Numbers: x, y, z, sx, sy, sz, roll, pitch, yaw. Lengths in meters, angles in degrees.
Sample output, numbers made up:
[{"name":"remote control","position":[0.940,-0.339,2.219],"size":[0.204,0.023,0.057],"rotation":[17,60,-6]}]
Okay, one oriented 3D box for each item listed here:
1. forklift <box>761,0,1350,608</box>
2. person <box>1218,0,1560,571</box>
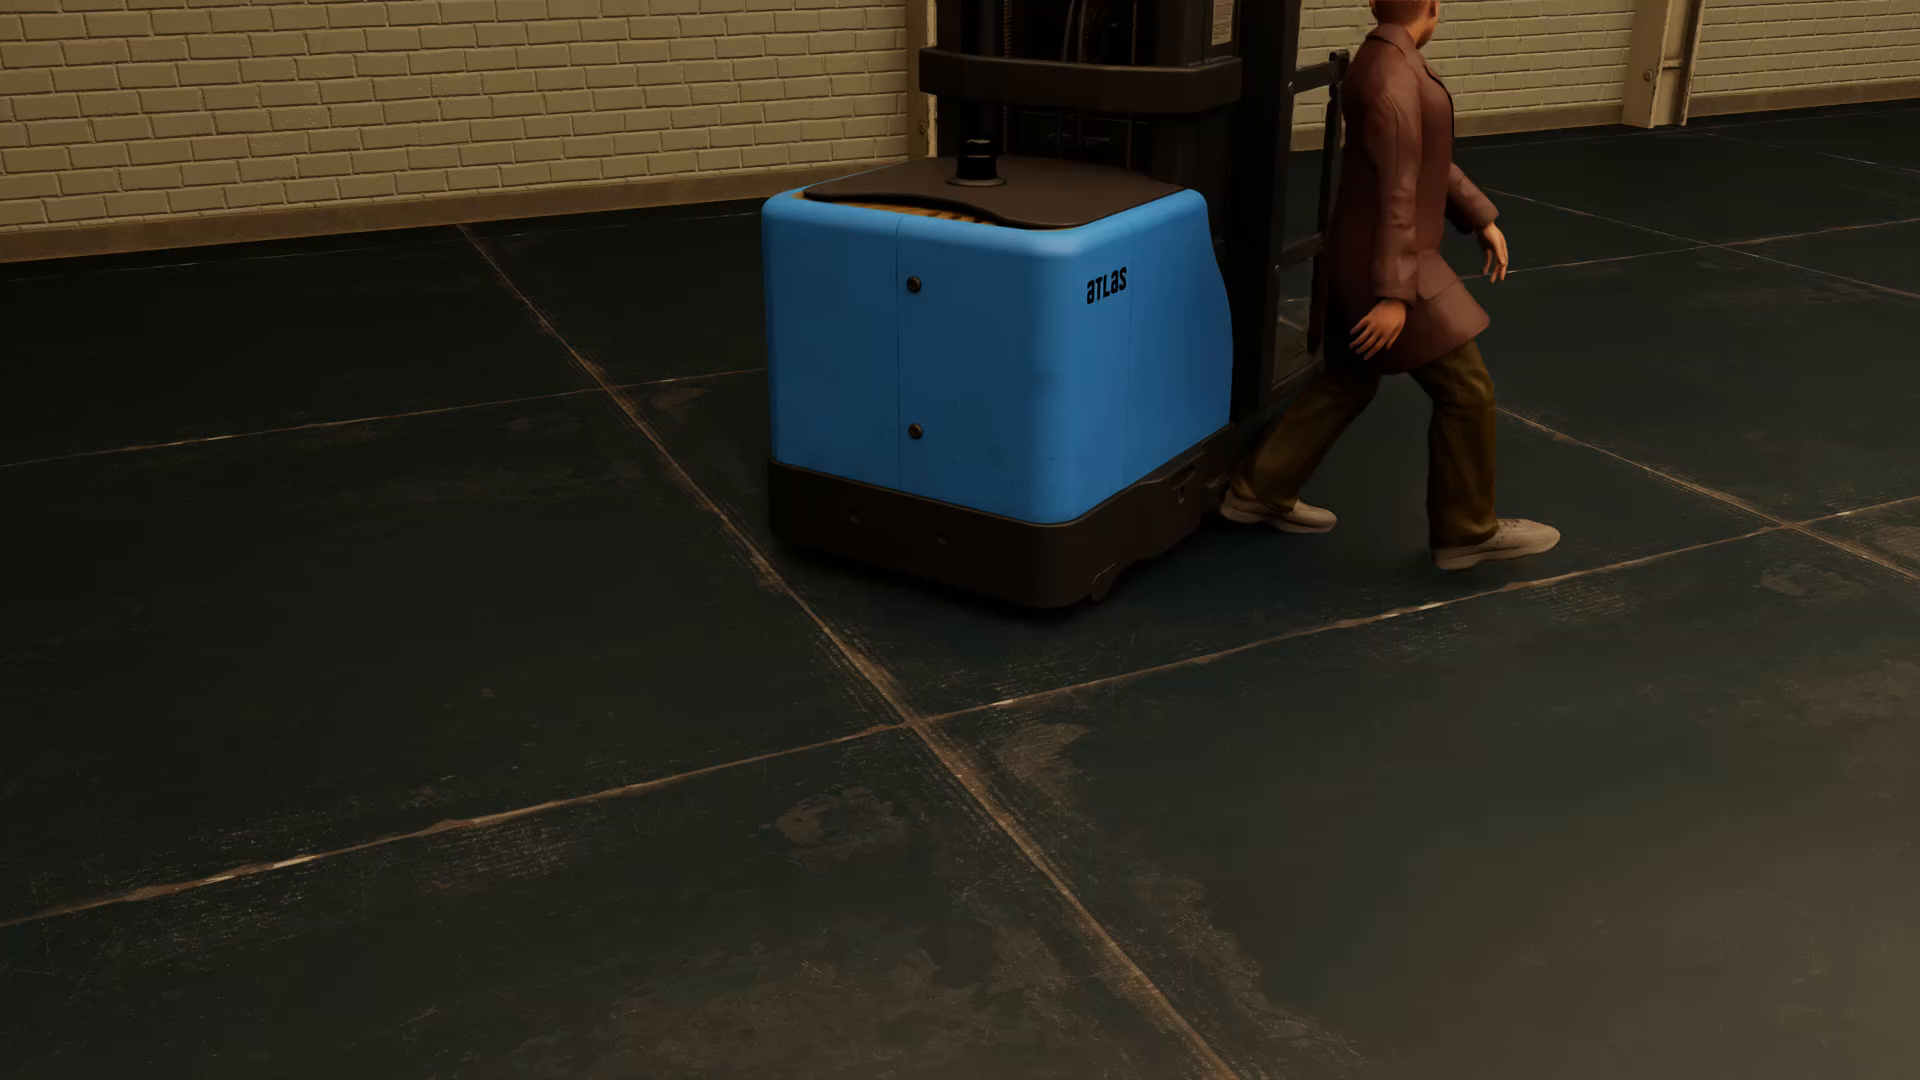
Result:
[{"name":"forklift","position":[0.660,-1.682,5.335],"size":[1.130,2.935,3.031],"rotation":[14,26,31]},{"name":"person","position":[1.271,-0.750,4.712],"size":[0.936,1.724,0.733],"rotation":[0,23,-1]}]
